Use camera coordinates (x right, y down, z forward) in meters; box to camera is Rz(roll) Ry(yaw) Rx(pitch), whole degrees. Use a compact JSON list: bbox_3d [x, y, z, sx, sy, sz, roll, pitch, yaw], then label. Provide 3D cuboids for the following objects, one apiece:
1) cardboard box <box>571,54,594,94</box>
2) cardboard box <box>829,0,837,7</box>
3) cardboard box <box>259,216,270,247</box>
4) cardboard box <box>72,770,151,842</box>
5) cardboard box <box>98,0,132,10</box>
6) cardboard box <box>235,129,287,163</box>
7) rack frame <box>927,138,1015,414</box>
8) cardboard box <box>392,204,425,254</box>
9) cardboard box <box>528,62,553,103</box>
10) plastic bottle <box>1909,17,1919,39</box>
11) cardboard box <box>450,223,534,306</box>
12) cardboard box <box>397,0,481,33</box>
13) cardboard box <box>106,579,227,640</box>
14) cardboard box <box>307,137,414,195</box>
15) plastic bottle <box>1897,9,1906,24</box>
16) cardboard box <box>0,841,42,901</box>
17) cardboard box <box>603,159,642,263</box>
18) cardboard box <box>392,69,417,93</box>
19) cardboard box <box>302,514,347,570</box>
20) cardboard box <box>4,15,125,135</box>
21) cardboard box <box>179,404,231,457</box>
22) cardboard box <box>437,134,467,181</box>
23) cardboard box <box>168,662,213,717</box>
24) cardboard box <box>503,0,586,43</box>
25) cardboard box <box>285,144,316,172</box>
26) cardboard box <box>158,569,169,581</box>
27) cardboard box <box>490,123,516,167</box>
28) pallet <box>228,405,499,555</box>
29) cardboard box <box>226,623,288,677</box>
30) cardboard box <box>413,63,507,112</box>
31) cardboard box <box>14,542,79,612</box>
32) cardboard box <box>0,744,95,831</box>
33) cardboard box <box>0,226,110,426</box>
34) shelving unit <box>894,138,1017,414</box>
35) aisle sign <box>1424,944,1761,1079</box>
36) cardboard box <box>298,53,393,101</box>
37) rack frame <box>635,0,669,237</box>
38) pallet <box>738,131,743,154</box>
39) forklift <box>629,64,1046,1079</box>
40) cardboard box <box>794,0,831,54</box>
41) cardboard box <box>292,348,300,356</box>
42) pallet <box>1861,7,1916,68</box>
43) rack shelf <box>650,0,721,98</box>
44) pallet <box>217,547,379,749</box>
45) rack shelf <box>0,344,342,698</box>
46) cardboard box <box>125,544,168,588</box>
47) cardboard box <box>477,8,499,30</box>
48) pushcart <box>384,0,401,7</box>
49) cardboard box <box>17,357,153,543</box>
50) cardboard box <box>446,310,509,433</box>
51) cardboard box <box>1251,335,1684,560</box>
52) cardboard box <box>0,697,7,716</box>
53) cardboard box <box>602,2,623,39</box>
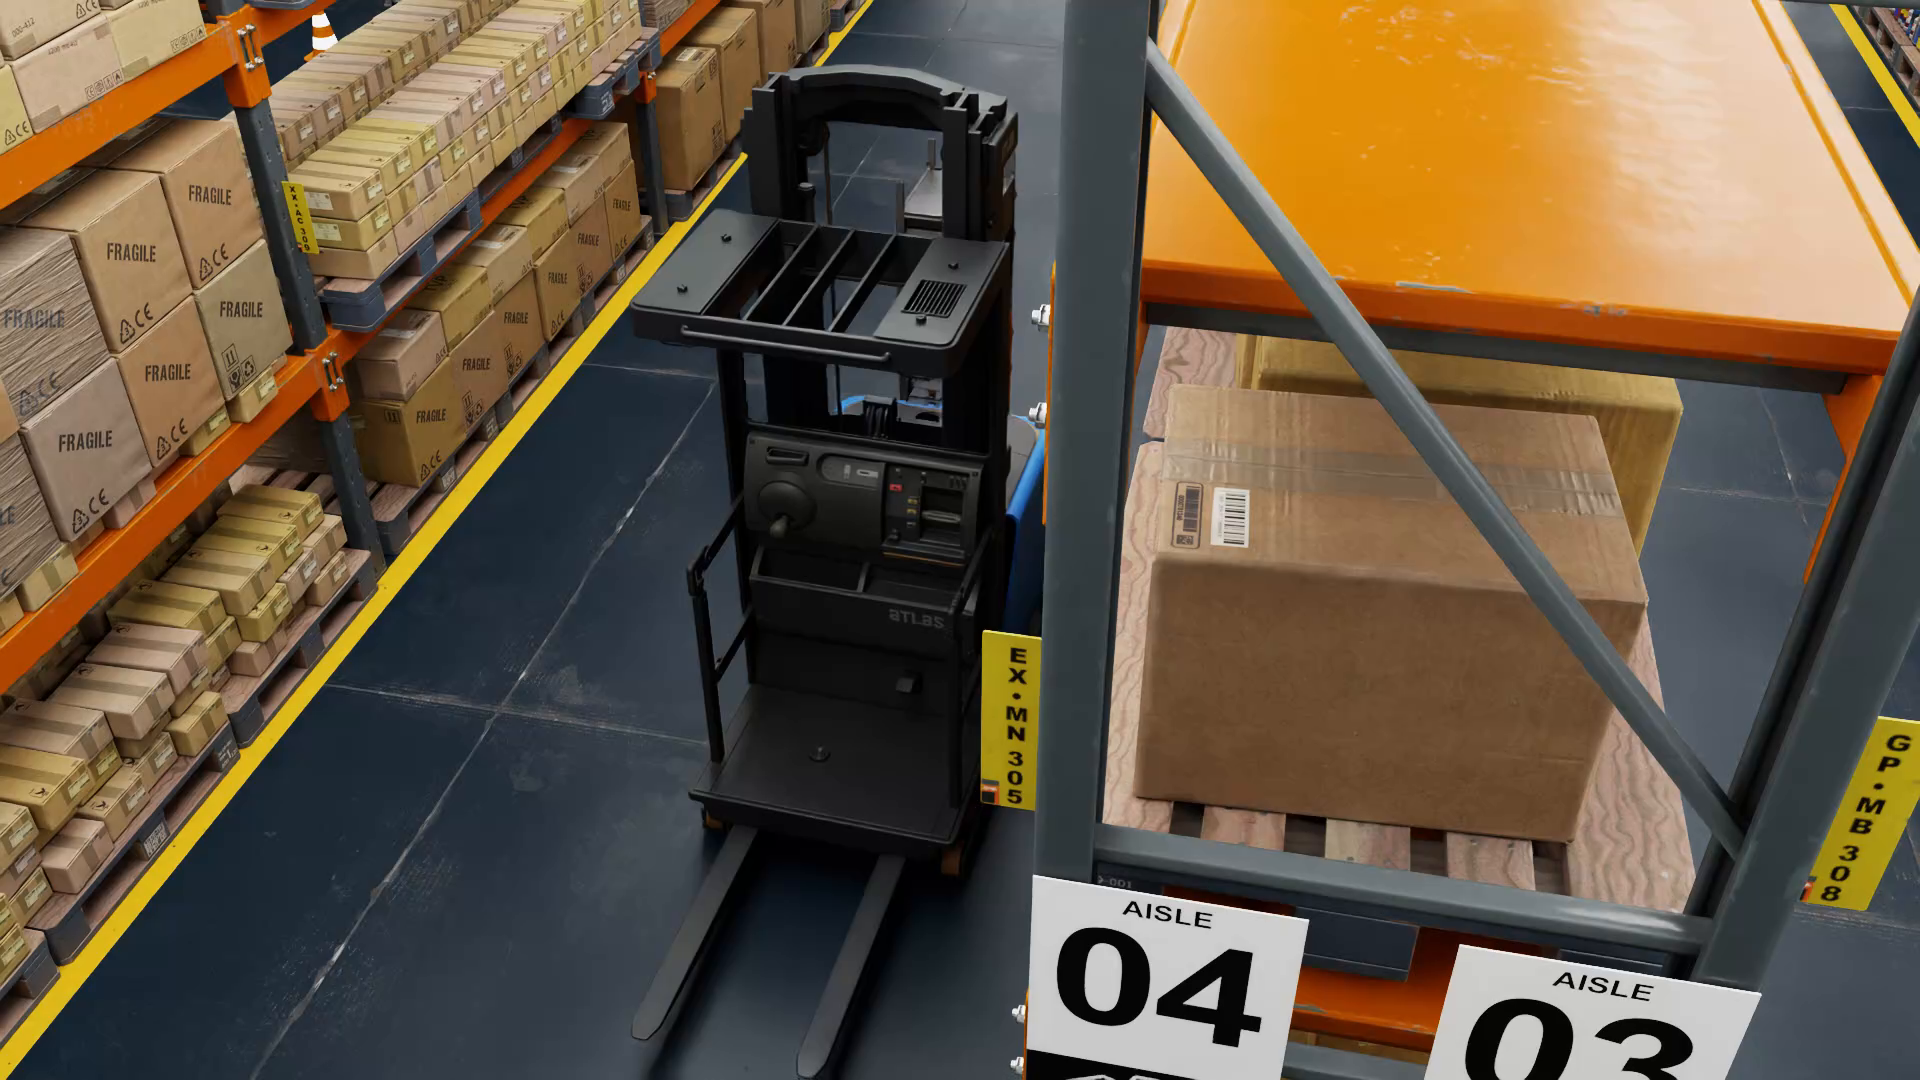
[{"bbox_3d":[-2.331,-2.683,9.522,0.380,0.149,0.250,7,36,9],"label":"cardboard box"},{"bbox_3d":[-1.451,-5.342,14.787,0.875,0.875,0.875,8,37,11],"label":"cardboard box"},{"bbox_3d":[-3.471,-1.415,7.773,0.380,0.149,0.250,7,36,9],"label":"cardboard box"},{"bbox_3d":[-3.475,1.035,6.608,0.380,0.149,0.250,7,37,10],"label":"cardboard box"},{"bbox_3d":[-3.213,-2.154,6.082,0.500,0.250,0.500,6,36,8],"label":"cardboard box"},{"bbox_3d":[-3.411,-1.812,7.814,0.380,0.149,0.250,6,36,9],"label":"cardboard box"},{"bbox_3d":[0.048,-0.911,7.987,0.400,2.100,0.015,9,37,12],"label":"rack frame"},{"bbox_3d":[-2.776,-1.490,7.877,0.380,0.149,0.250,8,37,11],"label":"cardboard box"},{"bbox_3d":[-2.442,-2.496,9.011,0.380,0.149,0.250,8,37,11],"label":"cardboard box"},{"bbox_3d":[8.012,-4.289,13.892,0.097,0.201,0.097,0,36,0],"label":"plastic bottle"},{"bbox_3d":[-2.722,-1.544,9.227,0.500,0.250,0.500,9,37,12],"label":"cardboard box"},{"bbox_3d":[-2.965,-3.010,9.466,0.380,0.149,0.250,6,36,8],"label":"cardboard box"},{"bbox_3d":[-3.378,0.320,7.087,0.380,0.149,0.250,8,37,11],"label":"cardboard box"},{"bbox_3d":[-2.776,-1.732,7.703,0.380,0.149,0.250,8,37,11],"label":"cardboard box"},{"bbox_3d":[8.098,-4.550,14.192,0.097,0.271,0.097,0,36,0],"label":"plastic bottle"},{"bbox_3d":[-3.650,1.196,6.132,0.380,0.149,0.250,6,36,8],"label":"cardboard box"},{"bbox_3d":[-2.394,-2.135,10.682,0.500,0.500,0.500,7,37,10],"label":"cardboard box"},{"bbox_3d":[-3.135,-2.430,8.920,0.380,0.149,0.250,9,37,12],"label":"cardboard box"},{"bbox_3d":[-3.119,-0.010,7.796,0.380,0.149,0.250,8,37,11],"label":"cardboard box"},{"bbox_3d":[-3.322,-1.648,5.810,0.500,0.250,0.500,7,37,10],"label":"cardboard box"},{"bbox_3d":[-3.259,-0.492,6.857,0.380,0.149,0.250,9,37,12],"label":"cardboard box"},{"bbox_3d":[-2.666,-1.897,8.184,0.380,0.149,0.250,6,36,8],"label":"cardboard box"},{"bbox_3d":[-3.390,0.583,6.978,0.380,0.149,0.250,8,37,11],"label":"cardboard box"},{"bbox_3d":[-2.330,-2.911,9.329,0.380,0.149,0.250,8,37,11],"label":"cardboard box"},{"bbox_3d":[-3.360,-1.829,8.090,0.380,0.149,0.250,9,37,12],"label":"cardboard box"},{"bbox_3d":[-3.736,0.238,7.454,0.380,0.149,0.250,7,37,10],"label":"cardboard box"},{"bbox_3d":[-2.556,-2.080,8.690,0.380,0.149,0.250,7,36,9],"label":"cardboard box"},{"bbox_3d":[-3.198,-0.412,8.908,1.003,0.211,1.213,7,37,10],"label":"pallet"},{"bbox_3d":[-3.244,0.456,7.407,0.380,0.149,0.250,6,36,8],"label":"cardboard box"},{"bbox_3d":[-2.554,-2.313,8.505,0.380,0.149,0.250,9,37,12],"label":"cardboard box"},{"bbox_3d":[-3.459,0.106,6.032,0.380,0.149,0.250,8,37,11],"label":"cardboard box"},{"bbox_3d":[-3.511,0.928,6.249,0.380,0.149,0.250,8,37,11],"label":"cardboard box"},{"bbox_3d":[-3.427,-0.768,5.833,0.500,0.500,0.500,8,37,11],"label":"cardboard box"},{"bbox_3d":[-0.015,-0.772,7.796,0.431,2.100,0.503,9,37,12],"label":"shelving unit"},{"bbox_3d":[0.885,0.905,2.500,0.394,0.787,0.004,7,37,10],"label":"aisle sign"},{"bbox_3d":[-3.189,-2.405,8.632,0.380,0.149,0.250,6,36,8],"label":"cardboard box"},{"bbox_3d":[-2.508,-3.387,10.638,1.000,3.000,0.127,7,37,10],"label":"rack frame"},{"bbox_3d":[-2.004,-3.398,13.029,1.003,0.211,1.213,7,37,10],"label":"pallet"},{"bbox_3d":[-0.428,-0.092,6.149,1.130,2.935,3.031,9,37,12],"label":"forklift"},{"bbox_3d":[-1.699,-4.572,13.832,1.050,0.750,0.750,7,37,10],"label":"cardboard box"},{"bbox_3d":[-3.451,-1.014,8.497,0.500,0.250,0.500,6,36,9],"label":"cardboard box"},{"bbox_3d":[8.451,-4.332,14.318,1.003,0.211,1.213,7,37,10],"label":"pallet"},{"bbox_3d":[-2.081,-4.243,12.431,1.077,0.370,4.000,7,37,10],"label":"rack shelf"},{"bbox_3d":[-3.472,0.424,7.755,1.003,0.211,1.213,7,37,10],"label":"pallet"},{"bbox_3d":[-3.790,0.344,6.103,1.077,0.370,4.000,7,37,10],"label":"rack shelf"},{"bbox_3d":[-3.761,0.122,7.360,0.380,0.149,0.250,7,36,9],"label":"cardboard box"},{"bbox_3d":[-2.917,-3.015,9.727,0.380,0.149,0.250,6,36,9],"label":"cardboard box"},{"bbox_3d":[-4.273,-4.924,14.993,1.648,0.377,0.936,-5,36,-6],"label":"pushcart"},{"bbox_3d":[-3.410,-0.360,6.122,0.500,0.500,0.500,7,37,10],"label":"cardboard box"},{"bbox_3d":[-2.834,-0.946,9.041,0.500,0.500,0.500,9,37,12],"label":"cardboard box"},{"bbox_3d":[0.903,-0.199,3.155,0.700,0.500,0.500,6,36,8],"label":"cardboard box"},{"bbox_3d":[-3.997,0.714,6.544,0.380,0.149,0.250,7,37,10],"label":"cardboard box"},{"bbox_3d":[-2.224,-3.083,9.820,0.380,0.149,0.250,9,37,12],"label":"cardboard box"}]
